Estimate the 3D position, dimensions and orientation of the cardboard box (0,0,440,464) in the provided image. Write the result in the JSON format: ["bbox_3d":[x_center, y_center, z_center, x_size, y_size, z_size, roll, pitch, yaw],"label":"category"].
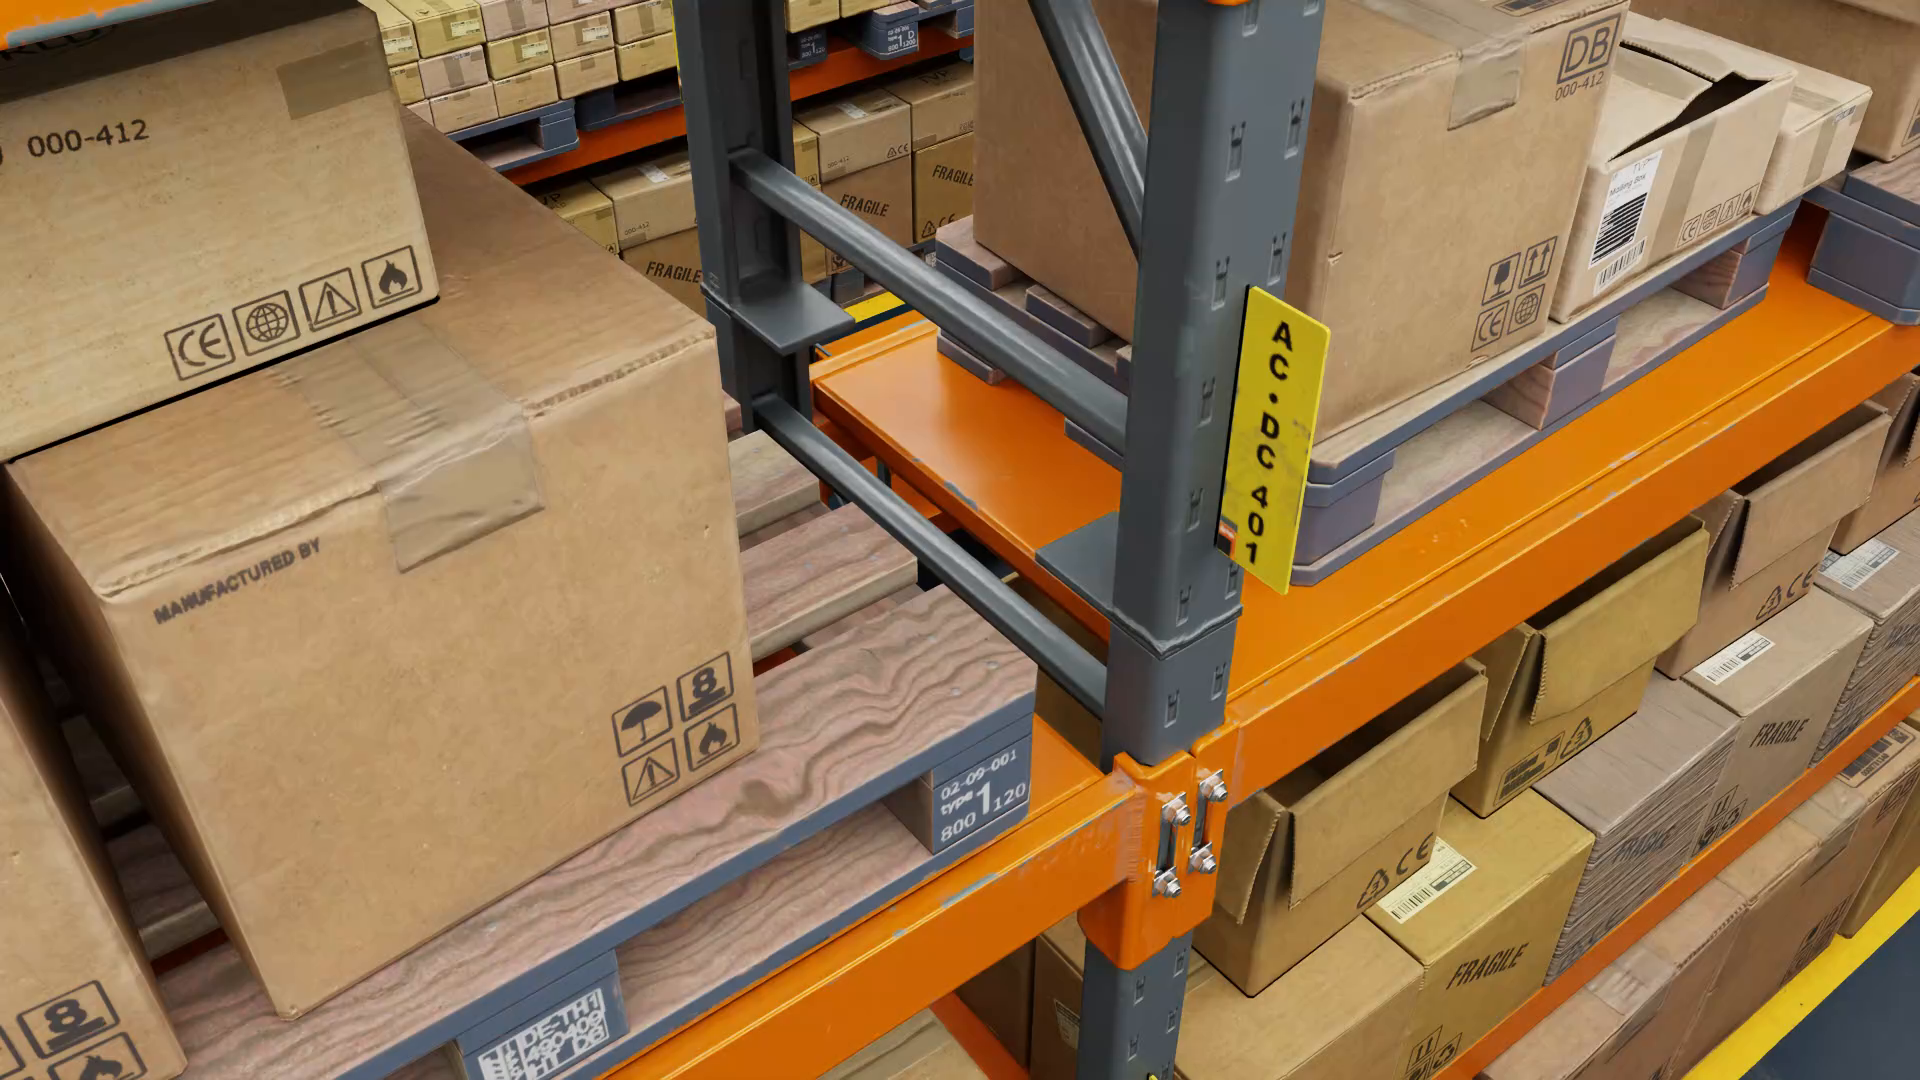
[{"bbox_3d":[-0.780,-0.310,1.317,0.500,0.250,0.500,-29,48,-31],"label":"cardboard box"}]

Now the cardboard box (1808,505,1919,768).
[{"bbox_3d":[2.093,0.142,4.133,0.500,0.500,0.500,-28,47,-29],"label":"cardboard box"}]

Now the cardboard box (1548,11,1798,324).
[{"bbox_3d":[0.895,-0.647,2.548,0.500,0.311,0.500,-28,47,-29],"label":"cardboard box"}]

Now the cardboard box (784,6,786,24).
[{"bbox_3d":[-0.932,-2.210,6.946,0.250,0.149,0.380,-25,45,-27],"label":"cardboard box"}]

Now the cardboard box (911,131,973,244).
[{"bbox_3d":[-0.163,-1.870,8.304,0.500,0.500,0.500,-26,46,-28],"label":"cardboard box"}]

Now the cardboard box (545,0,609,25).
[{"bbox_3d":[-1.555,-2.133,6.383,0.250,0.149,0.380,-26,46,-28],"label":"cardboard box"}]

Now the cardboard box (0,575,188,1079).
[{"bbox_3d":[-1.043,0.158,1.338,0.500,0.500,0.700,-24,45,-26],"label":"cardboard box"}]

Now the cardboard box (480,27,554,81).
[{"bbox_3d":[-1.765,-1.917,6.354,0.250,0.149,0.380,-28,47,-30],"label":"cardboard box"}]

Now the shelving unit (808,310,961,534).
[{"bbox_3d":[-0.005,-0.432,6.390,1.048,1.125,0.538,-26,46,-28],"label":"shelving unit"}]

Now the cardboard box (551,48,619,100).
[{"bbox_3d":[-1.562,-1.900,6.568,0.250,0.149,0.380,-28,47,-30],"label":"cardboard box"}]

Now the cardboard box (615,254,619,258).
[{"bbox_3d":[-1.806,-1.067,7.326,0.500,0.500,0.500,-24,45,-26],"label":"cardboard box"}]

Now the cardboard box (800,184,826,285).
[{"bbox_3d":[-0.986,-1.459,7.803,0.500,0.500,0.500,-28,47,-30],"label":"cardboard box"}]

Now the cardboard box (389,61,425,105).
[{"bbox_3d":[-2.175,-1.716,6.110,0.250,0.149,0.380,-27,46,-29],"label":"cardboard box"}]

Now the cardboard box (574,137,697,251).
[{"bbox_3d":[-1.398,-1.555,7.328,0.500,0.250,0.500,-24,45,-27],"label":"cardboard box"}]

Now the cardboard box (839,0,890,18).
[{"bbox_3d":[-0.513,-2.414,7.195,0.250,0.149,0.380,-27,46,-29],"label":"cardboard box"}]

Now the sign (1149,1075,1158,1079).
[{"bbox_3d":[0.309,0.933,2.503,0.005,0.325,0.100,-26,46,-28],"label":"sign"}]

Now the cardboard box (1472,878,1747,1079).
[{"bbox_3d":[1.173,1.075,4.418,0.875,0.875,1.225,-28,47,-29],"label":"cardboard box"}]

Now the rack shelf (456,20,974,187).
[{"bbox_3d":[-1.386,-2.009,7.401,4.000,0.370,1.077,-26,46,-28],"label":"rack shelf"}]

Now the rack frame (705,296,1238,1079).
[{"bbox_3d":[-0.030,1.019,3.142,0.127,3.000,1.000,-26,46,-28],"label":"rack frame"}]

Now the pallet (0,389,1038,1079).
[{"bbox_3d":[-0.685,0.205,1.840,1.213,0.211,1.003,-26,46,-28],"label":"pallet"}]

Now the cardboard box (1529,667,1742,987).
[{"bbox_3d":[1.282,0.541,3.647,0.500,0.500,0.500,-27,46,-29],"label":"cardboard box"}]

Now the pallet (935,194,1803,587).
[{"bbox_3d":[0.667,-0.446,2.714,1.217,0.209,0.805,-28,47,-30],"label":"pallet"}]

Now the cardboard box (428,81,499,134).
[{"bbox_3d":[-1.963,-1.705,6.330,0.250,0.149,0.380,-26,46,-28],"label":"cardboard box"}]

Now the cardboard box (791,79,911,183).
[{"bbox_3d":[-0.577,-1.949,7.809,0.500,0.250,0.500,-25,46,-28],"label":"cardboard box"}]

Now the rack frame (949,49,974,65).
[{"bbox_3d":[0.199,-3.060,8.115,0.127,3.000,1.000,-26,46,-28],"label":"rack frame"}]

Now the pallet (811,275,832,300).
[{"bbox_3d":[-1.388,-1.212,8.061,1.213,0.211,1.003,-26,46,-28],"label":"pallet"}]

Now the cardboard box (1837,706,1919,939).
[{"bbox_3d":[2.582,0.389,5.255,0.875,0.875,1.225,-28,47,-30],"label":"cardboard box"}]

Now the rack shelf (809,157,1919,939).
[{"bbox_3d":[1.556,-0.635,3.361,4.000,0.370,1.077,-26,46,-28],"label":"rack shelf"}]

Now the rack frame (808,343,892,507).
[{"bbox_3d":[-0.408,-0.236,6.151,0.032,1.125,0.500,-26,46,-28],"label":"rack frame"}]

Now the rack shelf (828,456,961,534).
[{"bbox_3d":[-0.005,-0.243,6.545,1.000,0.278,0.538,-26,46,-28],"label":"rack shelf"}]

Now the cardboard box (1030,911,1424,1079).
[{"bbox_3d":[0.487,0.929,3.174,0.500,0.500,0.500,-26,46,-28],"label":"cardboard box"}]

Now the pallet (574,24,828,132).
[{"bbox_3d":[-1.345,-2.200,7.218,1.213,0.211,1.003,-26,46,-28],"label":"pallet"}]

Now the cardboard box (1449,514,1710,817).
[{"bbox_3d":[1.023,0.082,3.415,0.637,0.503,0.797,-25,46,-28],"label":"cardboard box"}]

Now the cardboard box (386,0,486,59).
[{"bbox_3d":[-1.957,-1.939,6.146,0.250,0.149,0.380,-26,46,-28],"label":"cardboard box"}]

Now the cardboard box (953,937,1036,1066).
[{"bbox_3d":[0.174,0.663,3.498,0.500,0.500,0.500,-26,46,-28],"label":"cardboard box"}]

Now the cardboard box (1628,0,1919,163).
[{"bbox_3d":[1.535,-1.088,2.934,0.637,0.503,0.797,-27,46,-29],"label":"cardboard box"}]

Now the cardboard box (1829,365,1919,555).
[{"bbox_3d":[2.034,-0.428,4.037,0.637,0.503,0.797,-25,45,-27],"label":"cardboard box"}]

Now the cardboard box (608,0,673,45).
[{"bbox_3d":[-1.342,-2.125,6.608,0.250,0.149,0.380,-27,46,-29],"label":"cardboard box"}]
